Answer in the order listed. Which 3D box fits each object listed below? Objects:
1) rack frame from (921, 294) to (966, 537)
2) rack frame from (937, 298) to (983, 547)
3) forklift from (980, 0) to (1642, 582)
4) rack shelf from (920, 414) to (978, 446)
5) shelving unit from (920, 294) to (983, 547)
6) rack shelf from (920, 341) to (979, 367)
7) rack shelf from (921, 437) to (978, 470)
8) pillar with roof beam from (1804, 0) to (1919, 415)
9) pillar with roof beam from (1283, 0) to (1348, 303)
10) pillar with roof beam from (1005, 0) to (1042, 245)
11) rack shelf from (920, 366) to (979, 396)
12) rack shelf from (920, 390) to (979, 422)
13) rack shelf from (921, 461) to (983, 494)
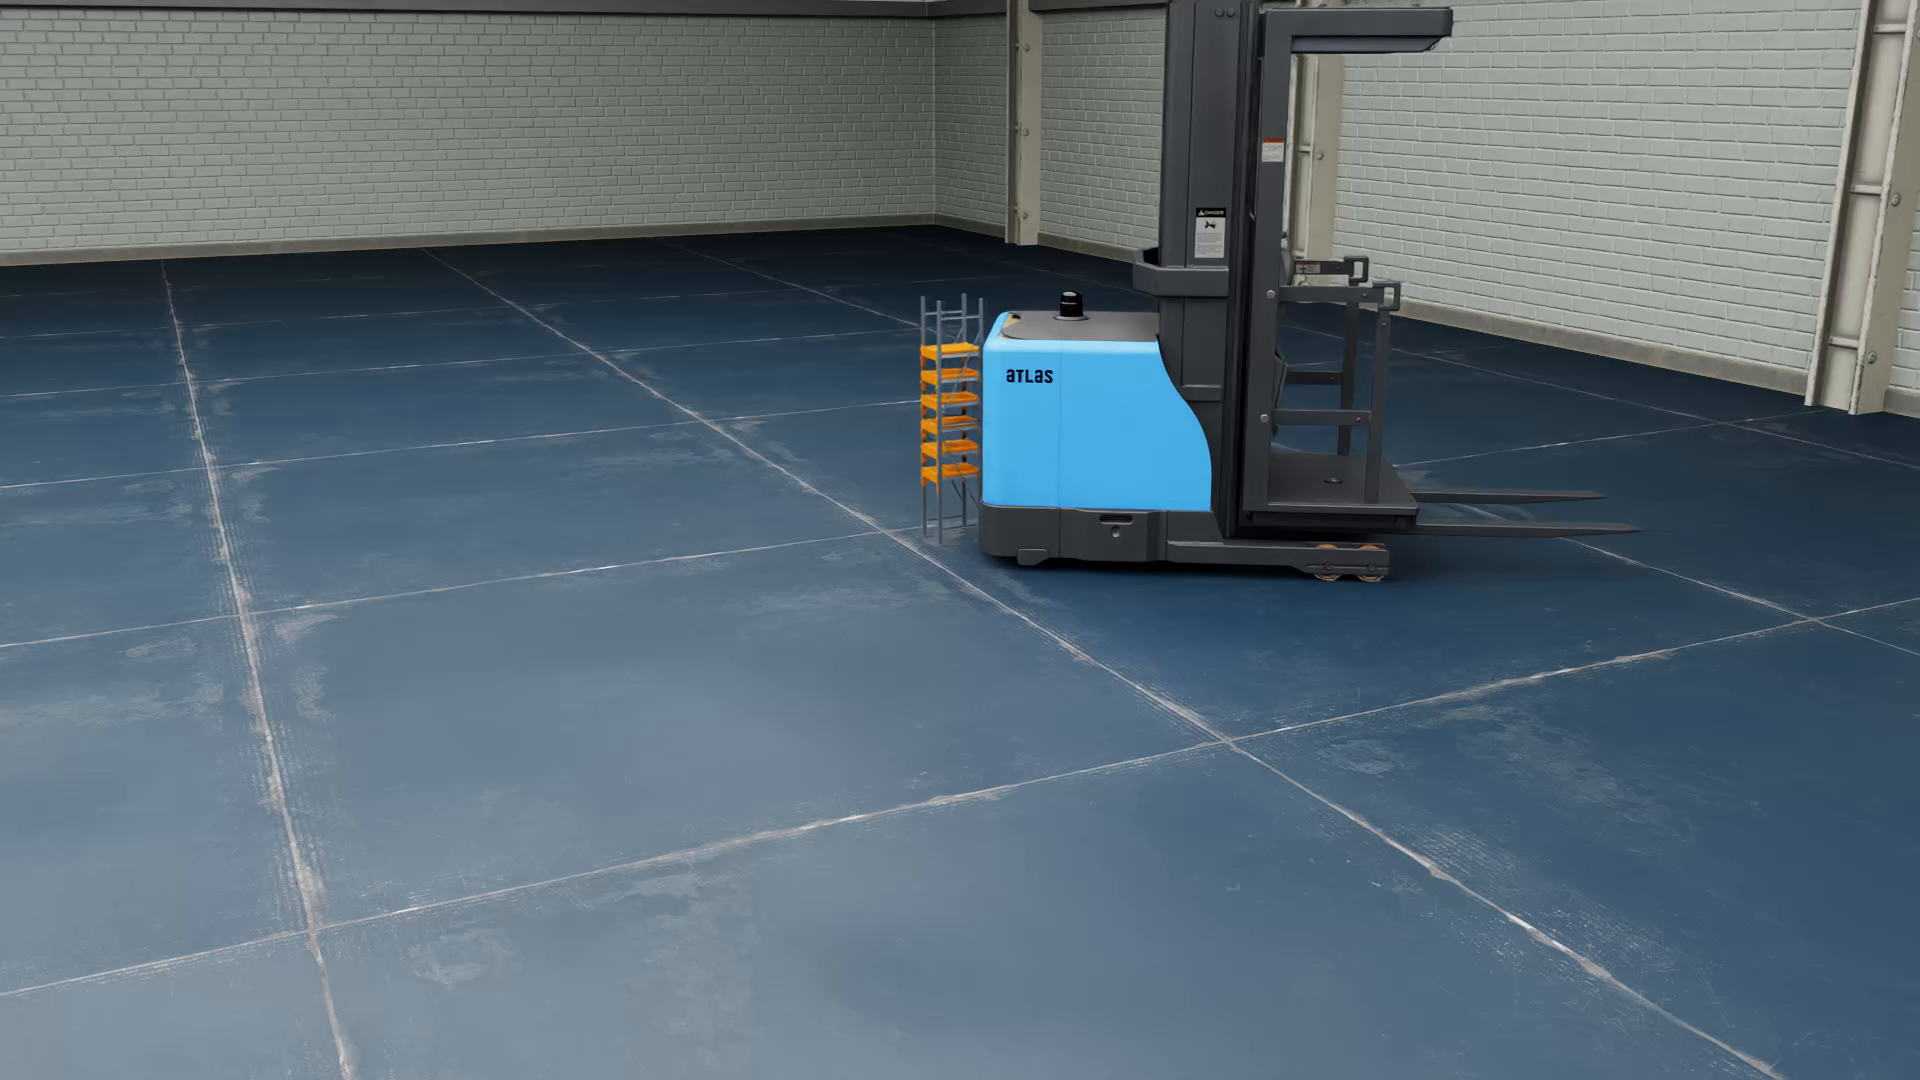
[{"bbox_3d":[-0.079,-0.604,8.180,0.240,1.200,0.006,-8,18,-25],"label":"rack frame"},{"bbox_3d":[0.001,-0.559,8.022,0.240,1.200,0.006,-8,18,-25],"label":"rack frame"},{"bbox_3d":[1.641,-1.371,7.713,3.031,2.935,1.130,1,16,5],"label":"forklift"},{"bbox_3d":[-0.039,-0.539,8.113,0.258,0.103,0.180,-8,18,-25],"label":"rack shelf"},{"bbox_3d":[-0.039,-0.581,8.101,0.258,1.200,0.189,-8,18,-25],"label":"shelving unit"},{"bbox_3d":[-0.039,-0.885,8.014,0.258,0.103,0.180,-8,18,-25],"label":"rack shelf"},{"bbox_3d":[-0.039,-0.423,8.146,0.258,0.103,0.180,-8,18,-25],"label":"rack shelf"},{"bbox_3d":[2.202,-4.715,8.366,9.100,9.000,0.400,-8,18,-25],"label":"pillar with roof beam"},{"bbox_3d":[-0.426,-6.203,13.551,9.100,9.000,0.400,-8,18,-25],"label":"pillar with roof beam"},{"bbox_3d":[-3.055,-7.690,18.735,9.100,9.000,0.400,-8,18,-25],"label":"pillar with roof beam"},{"bbox_3d":[-0.039,-0.769,8.047,0.258,0.103,0.180,-8,18,-25],"label":"rack shelf"},{"bbox_3d":[-0.039,-0.654,8.080,0.258,0.103,0.180,-8,18,-25],"label":"rack shelf"},{"bbox_3d":[-0.039,-0.308,8.179,0.258,0.103,0.180,-8,18,-25],"label":"rack shelf"}]
